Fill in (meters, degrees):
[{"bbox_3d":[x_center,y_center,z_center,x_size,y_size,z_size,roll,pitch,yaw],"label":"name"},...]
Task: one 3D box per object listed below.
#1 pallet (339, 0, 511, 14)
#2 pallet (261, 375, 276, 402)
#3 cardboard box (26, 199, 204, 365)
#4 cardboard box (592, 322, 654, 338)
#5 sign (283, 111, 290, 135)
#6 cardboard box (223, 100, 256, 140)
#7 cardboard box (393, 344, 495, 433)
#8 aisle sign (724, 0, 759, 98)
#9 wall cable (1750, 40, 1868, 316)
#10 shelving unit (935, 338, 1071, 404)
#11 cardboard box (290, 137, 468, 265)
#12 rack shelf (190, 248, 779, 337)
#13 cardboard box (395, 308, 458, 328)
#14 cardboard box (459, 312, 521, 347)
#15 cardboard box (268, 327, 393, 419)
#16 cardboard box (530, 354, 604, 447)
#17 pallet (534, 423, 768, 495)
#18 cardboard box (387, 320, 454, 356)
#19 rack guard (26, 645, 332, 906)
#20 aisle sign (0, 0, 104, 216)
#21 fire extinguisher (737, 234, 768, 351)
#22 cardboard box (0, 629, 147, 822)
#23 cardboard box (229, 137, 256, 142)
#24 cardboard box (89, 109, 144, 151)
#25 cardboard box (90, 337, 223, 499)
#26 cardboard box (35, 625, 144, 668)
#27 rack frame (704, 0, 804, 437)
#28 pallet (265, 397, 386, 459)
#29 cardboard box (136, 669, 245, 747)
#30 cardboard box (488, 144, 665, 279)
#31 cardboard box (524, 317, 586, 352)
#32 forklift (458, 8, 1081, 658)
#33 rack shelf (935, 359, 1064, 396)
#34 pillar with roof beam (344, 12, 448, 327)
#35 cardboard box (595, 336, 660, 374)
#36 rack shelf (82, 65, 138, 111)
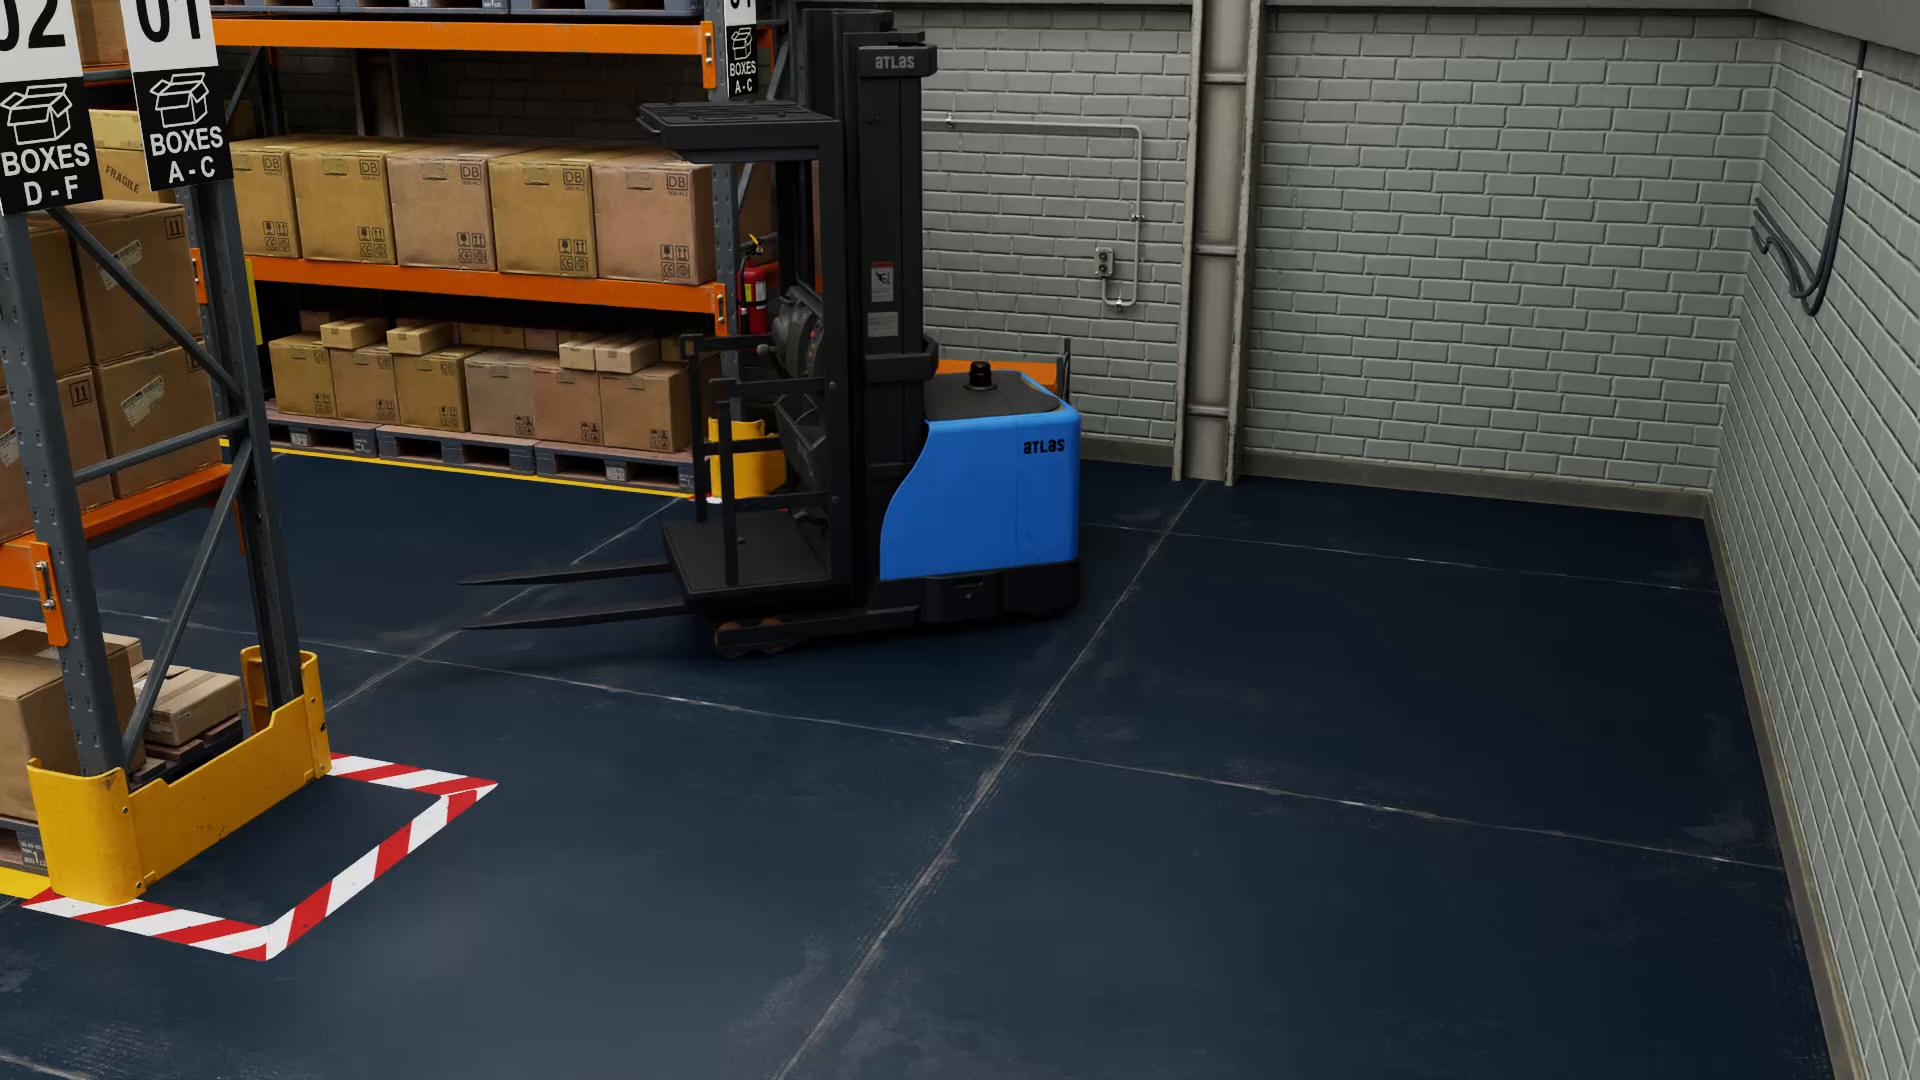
[{"bbox_3d":[-3.096,-3.433,10.446,1.213,0.211,1.003,7,20,18],"label":"pallet"},{"bbox_3d":[-5.768,-1.026,12.199,1.213,0.211,1.003,7,20,18],"label":"pallet"},{"bbox_3d":[-3.191,-0.959,6.101,0.500,0.500,0.500,7,20,20],"label":"cardboard box"},{"bbox_3d":[-2.225,-1.323,10.988,0.250,0.149,0.380,7,20,18],"label":"cardboard box"},{"bbox_3d":[-4.834,-2.902,11.908,0.005,0.325,0.100,7,20,18],"label":"sign"},{"bbox_3d":[-5.363,-2.965,11.751,0.500,0.250,0.500,7,20,20],"label":"cardboard box"},{"bbox_3d":[-3.384,-1.077,11.268,0.500,0.500,0.700,7,20,19],"label":"cardboard box"},{"bbox_3d":[-1.266,-2.977,9.611,0.004,0.787,0.394,7,20,18],"label":"aisle sign"},{"bbox_3d":[3.990,-2.495,7.781,0.112,2.526,3.097,7,20,18],"label":"wall cable"},{"bbox_3d":[0.075,-0.562,9.480,1.048,1.125,0.538,3,19,8],"label":"shelving unit"},{"bbox_3d":[-3.820,-2.280,11.105,0.700,0.700,0.980,6,20,17],"label":"cardboard box"},{"bbox_3d":[-3.125,-1.727,11.067,4.000,0.370,1.077,7,20,18],"label":"rack shelf"},{"bbox_3d":[-3.666,-1.487,11.460,0.250,0.149,0.380,6,20,16],"label":"cardboard box"},{"bbox_3d":[-3.183,-1.432,11.302,0.250,0.149,0.380,6,20,17],"label":"cardboard box"},{"bbox_3d":[-4.342,-1.188,11.587,0.500,0.500,0.700,7,20,19],"label":"cardboard box"},{"bbox_3d":[-2.403,-0.967,10.954,0.500,0.500,0.700,6,20,18],"label":"cardboard box"},{"bbox_3d":[-2.017,-0.596,10.966,1.213,0.211,1.003,7,20,18],"label":"pallet"},{"bbox_3d":[-3.585,-1.344,11.050,0.250,0.149,0.380,6,20,17],"label":"cardboard box"},{"bbox_3d":[-2.930,0.862,6.344,0.348,0.500,1.175,7,20,18],"label":"rack guard"},{"bbox_3d":[-2.894,-1.435,5.187,0.004,0.787,0.394,7,20,18],"label":"aisle sign"},{"bbox_3d":[-1.245,-1.478,9.944,0.183,0.674,0.296,7,20,18],"label":"fire extinguisher"},{"bbox_3d":[-3.452,0.680,6.197,0.500,0.500,0.500,7,20,18],"label":"cardboard box"},{"bbox_3d":[-5.366,-2.608,11.867,0.500,0.500,0.500,6,20,16],"label":"cardboard box"},{"bbox_3d":[-5.539,-2.805,11.293,0.500,0.250,0.500,7,20,19],"label":"cardboard box"},{"bbox_3d":[-3.191,-0.487,6.265,0.500,0.500,0.500,7,20,19],"label":"cardboard box"},{"bbox_3d":[-3.751,0.580,6.866,0.500,0.250,0.500,7,20,18],"label":"cardboard box"},{"bbox_3d":[-1.236,-1.851,10.329,0.127,3.000,1.000,7,20,18],"label":"rack frame"},{"bbox_3d":[-4.322,-0.860,11.722,1.213,0.211,1.003,7,20,18],"label":"pallet"},{"bbox_3d":[-3.141,0.676,6.742,0.250,0.149,0.380,7,20,18],"label":"cardboard box"},{"bbox_3d":[-2.412,-2.120,10.644,0.700,0.700,0.980,6,20,18],"label":"cardboard box"},{"bbox_3d":[-2.702,-1.377,11.144,0.250,0.149,0.380,7,20,19],"label":"cardboard box"},{"bbox_3d":[-0.966,-1.012,8.028,3.031,2.935,1.130,-6,20,-16],"label":"forklift"},{"bbox_3d":[0.075,-0.839,9.384,1.000,0.278,0.538,3,19,8],"label":"rack shelf"},{"bbox_3d":[-5.482,-3.971,7.295,0.400,9.000,9.100,7,20,18],"label":"pillar with roof beam"},{"bbox_3d":[-2.111,-1.177,10.569,0.250,0.149,0.380,6,20,17],"label":"cardboard box"},{"bbox_3d":[-4.747,-1.603,6.153,4.000,0.370,1.077,7,20,18],"label":"rack shelf"}]
